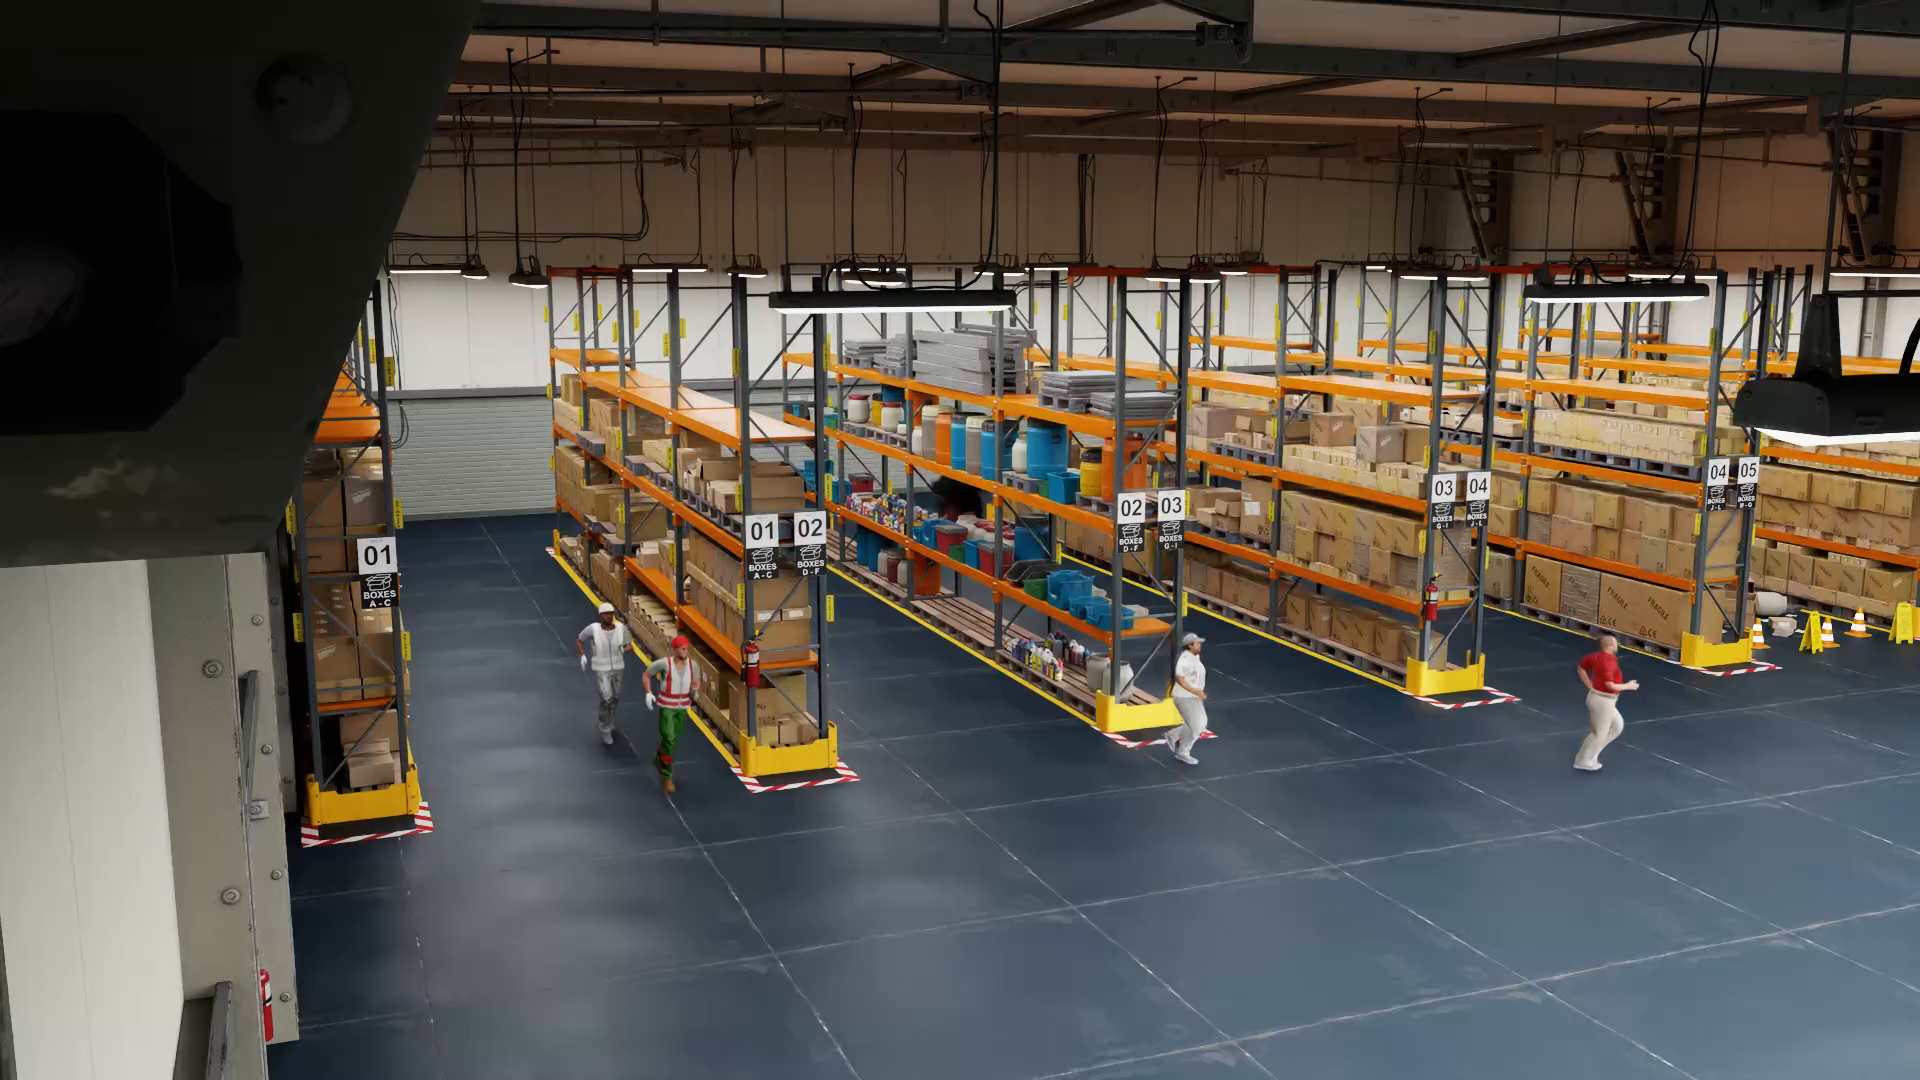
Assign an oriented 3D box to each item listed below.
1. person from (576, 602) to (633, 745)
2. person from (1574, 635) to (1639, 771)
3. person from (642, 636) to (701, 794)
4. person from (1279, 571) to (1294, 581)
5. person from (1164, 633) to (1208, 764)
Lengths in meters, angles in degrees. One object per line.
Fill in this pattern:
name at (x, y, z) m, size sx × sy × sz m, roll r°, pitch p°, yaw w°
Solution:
person at (-4.581, 1.722, 21.653) m, size 0.658 × 1.843 × 0.769 m, roll -6°, pitch 12°, yaw -32°
person at (7.879, 2.014, 20.255) m, size 0.680 × 1.743 × 0.631 m, roll 1°, pitch 10°, yaw 7°
person at (-3.440, 2.025, 19.920) m, size 0.698 × 1.813 × 0.845 m, roll -8°, pitch 13°, yaw -39°
person at (6.207, 0.101, 31.113) m, size 0.634 × 1.854 × 0.766 m, roll -5°, pitch 11°, yaw -29°
person at (2.840, 1.963, 20.756) m, size 0.548 × 1.624 × 0.629 m, roll 4°, pitch 11°, yaw 21°
